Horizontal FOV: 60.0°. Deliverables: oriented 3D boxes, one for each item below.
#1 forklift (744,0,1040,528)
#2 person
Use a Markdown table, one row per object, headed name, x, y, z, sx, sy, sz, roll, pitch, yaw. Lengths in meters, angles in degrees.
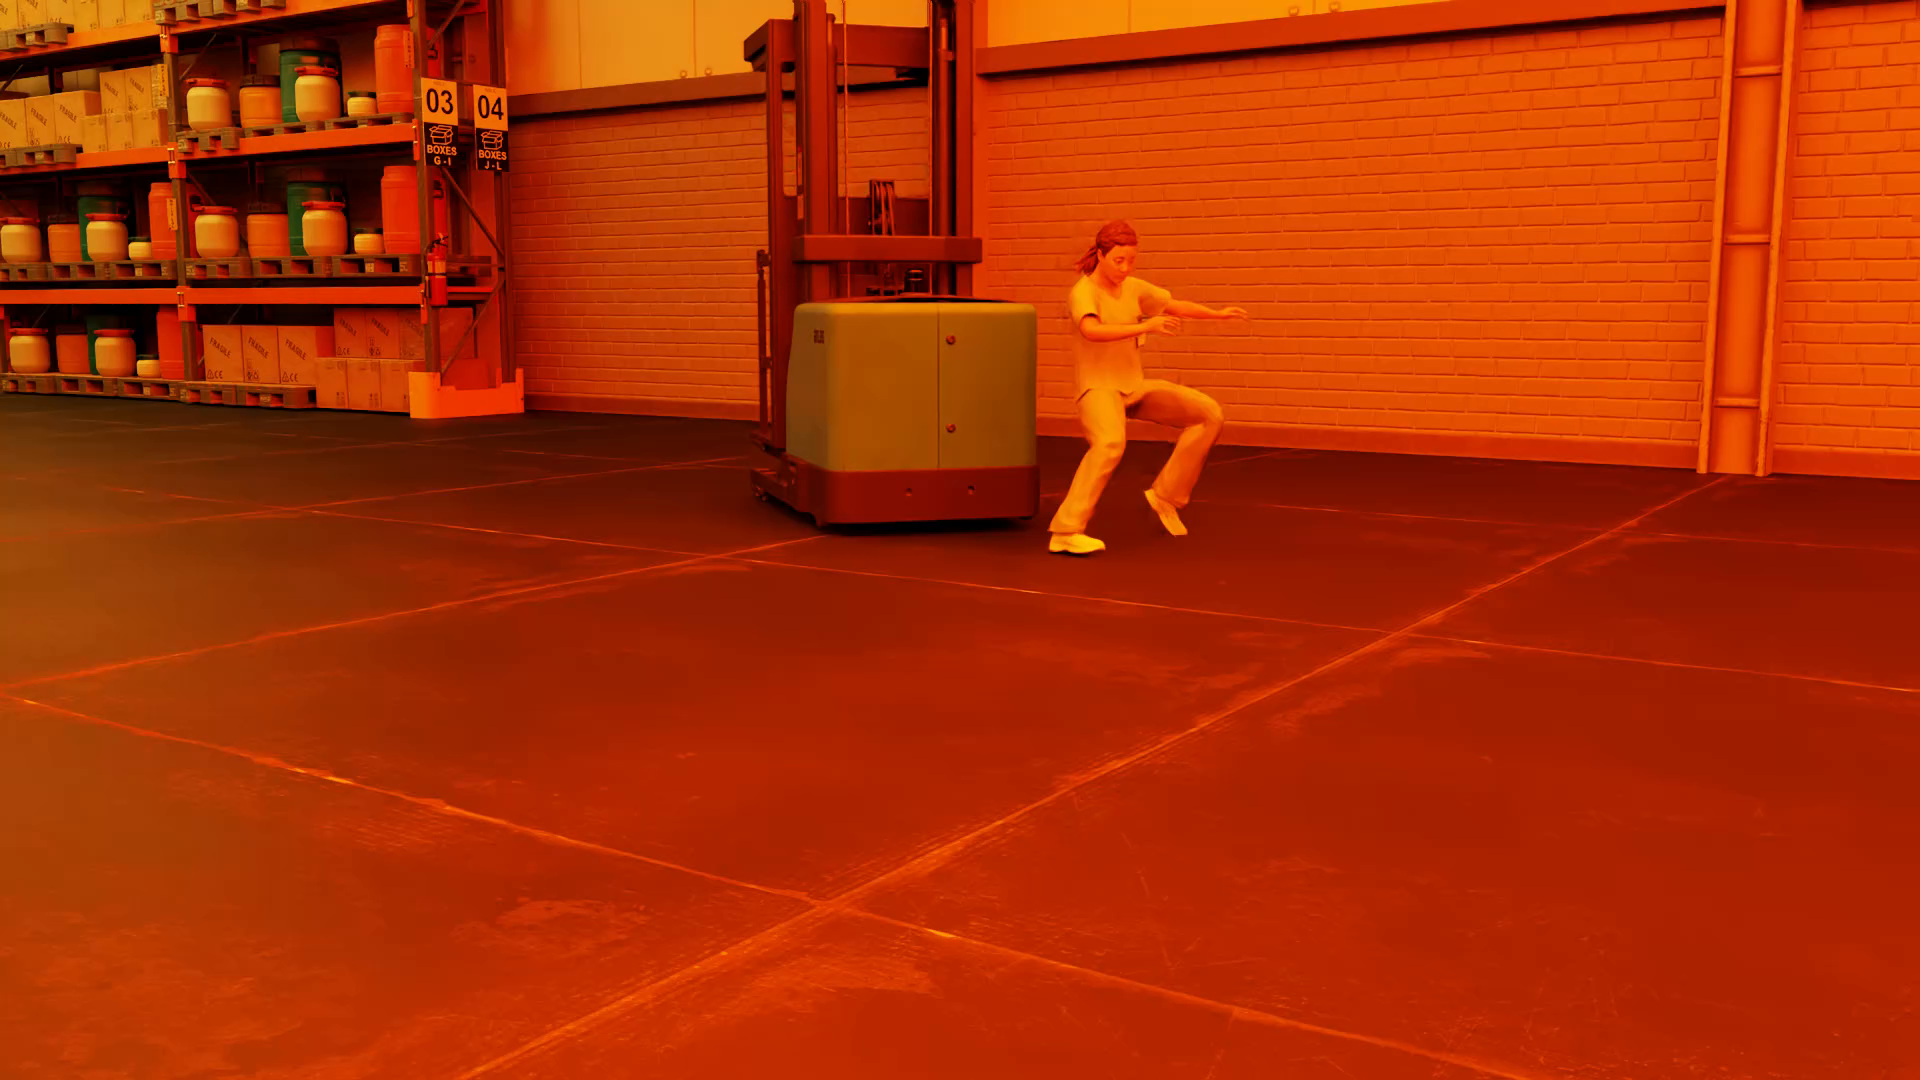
| name | x | y | z | sx | sy | sz | roll | pitch | yaw |
| --- | --- | --- | --- | --- | --- | --- | --- | --- | --- |
| forklift | -0.539 | -1.676 | 8.979 | 1.130 | 2.935 | 3.031 | -2 | 8 | -17 |
| person | 0.777 | -0.685 | 7.382 | 0.955 | 1.450 | 0.685 | -6 | 10 | -35 |
